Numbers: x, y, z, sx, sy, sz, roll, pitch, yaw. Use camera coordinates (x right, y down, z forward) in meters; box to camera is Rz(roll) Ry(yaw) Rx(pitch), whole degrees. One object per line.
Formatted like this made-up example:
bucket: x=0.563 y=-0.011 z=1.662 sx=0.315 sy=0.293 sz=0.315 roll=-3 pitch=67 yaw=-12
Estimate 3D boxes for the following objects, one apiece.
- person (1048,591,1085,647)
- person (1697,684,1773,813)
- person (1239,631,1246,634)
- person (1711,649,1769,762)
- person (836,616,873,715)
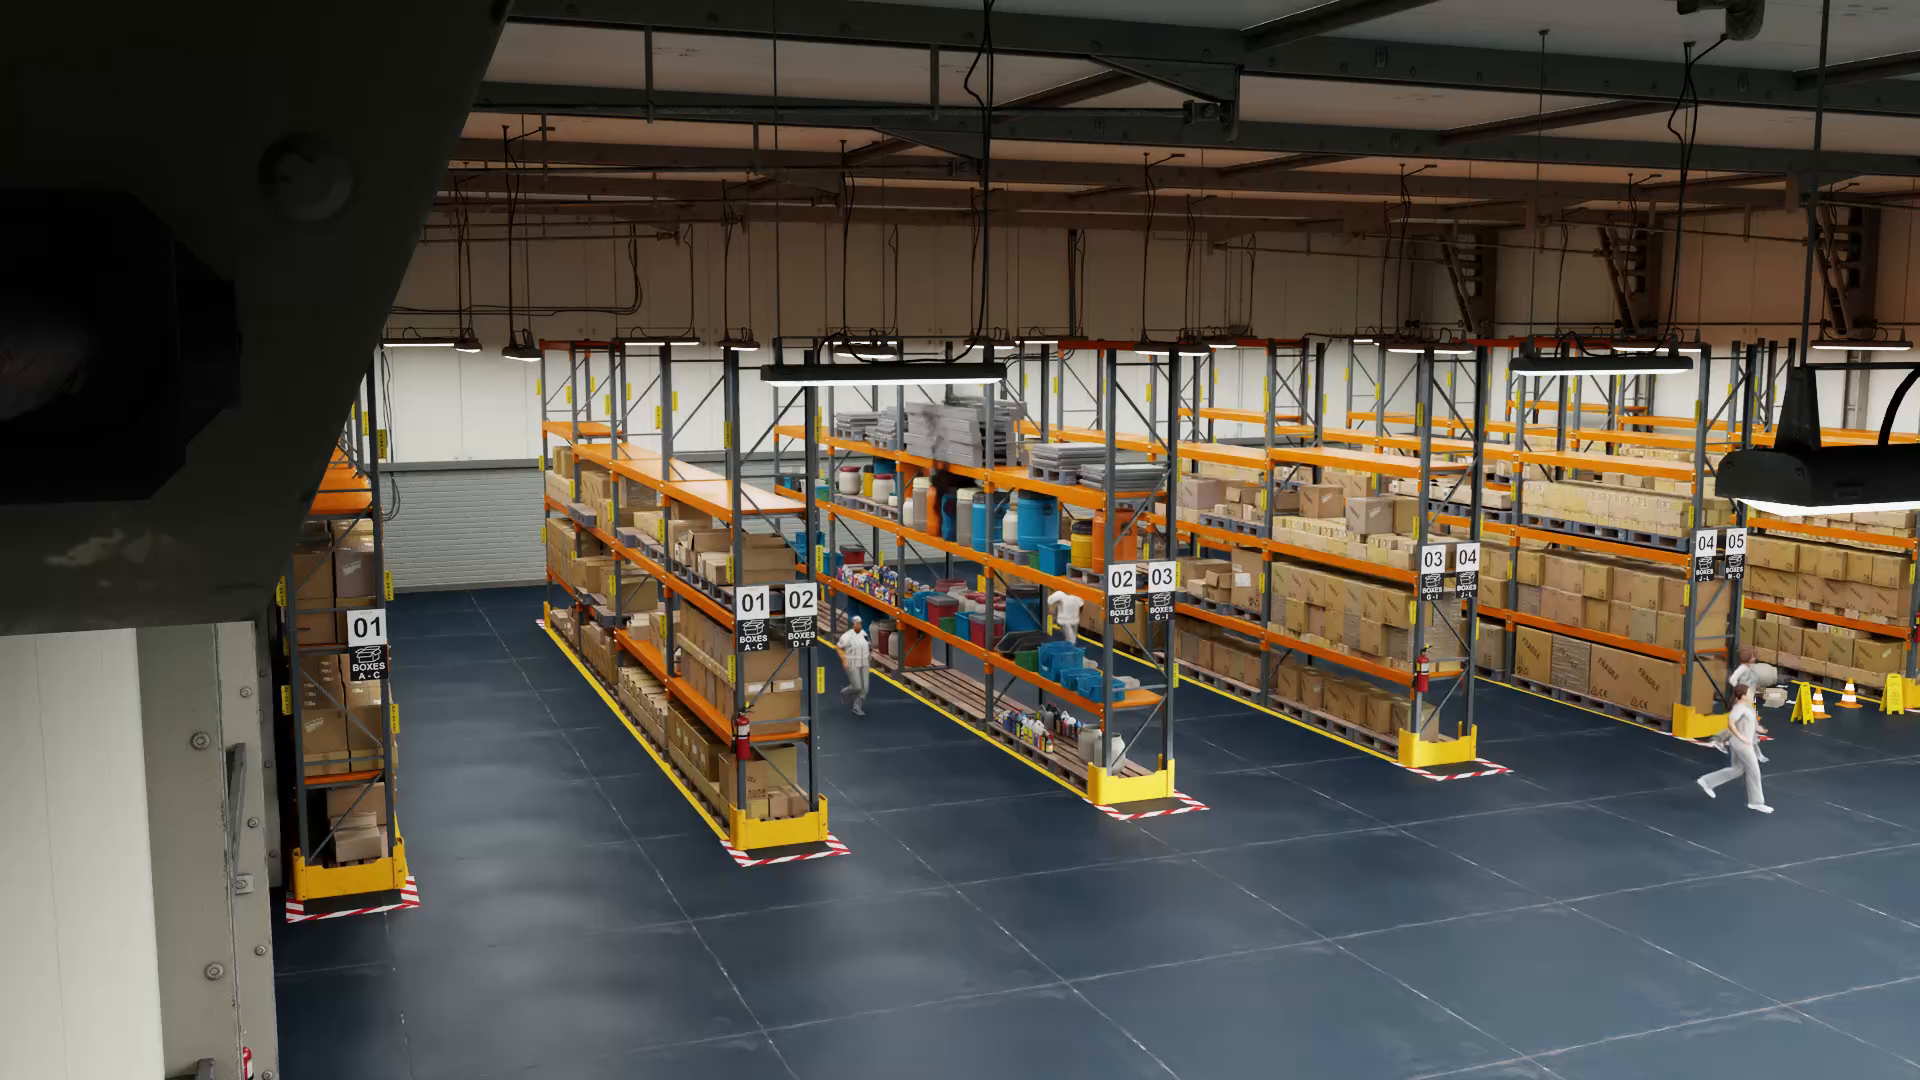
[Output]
person: x=1.973 y=1.540 z=30.201 sx=0.671 sy=1.801 sz=0.728 roll=-5 pitch=9 yaw=-35
person: x=10.152 y=2.697 z=21.698 sx=0.924 sy=1.674 sz=0.568 roll=2 pitch=8 yaw=17
person: x=5.729 y=1.064 z=34.370 sx=0.611 sy=1.652 sz=0.755 roll=-4 pitch=8 yaw=-26
person: x=11.453 y=2.389 z=24.339 sx=0.778 sy=1.597 sz=0.628 roll=4 pitch=8 yaw=25
person: x=-1.670 y=2.034 z=26.974 sx=0.608 sy=1.623 sz=0.549 roll=-5 pitch=9 yaw=-34
